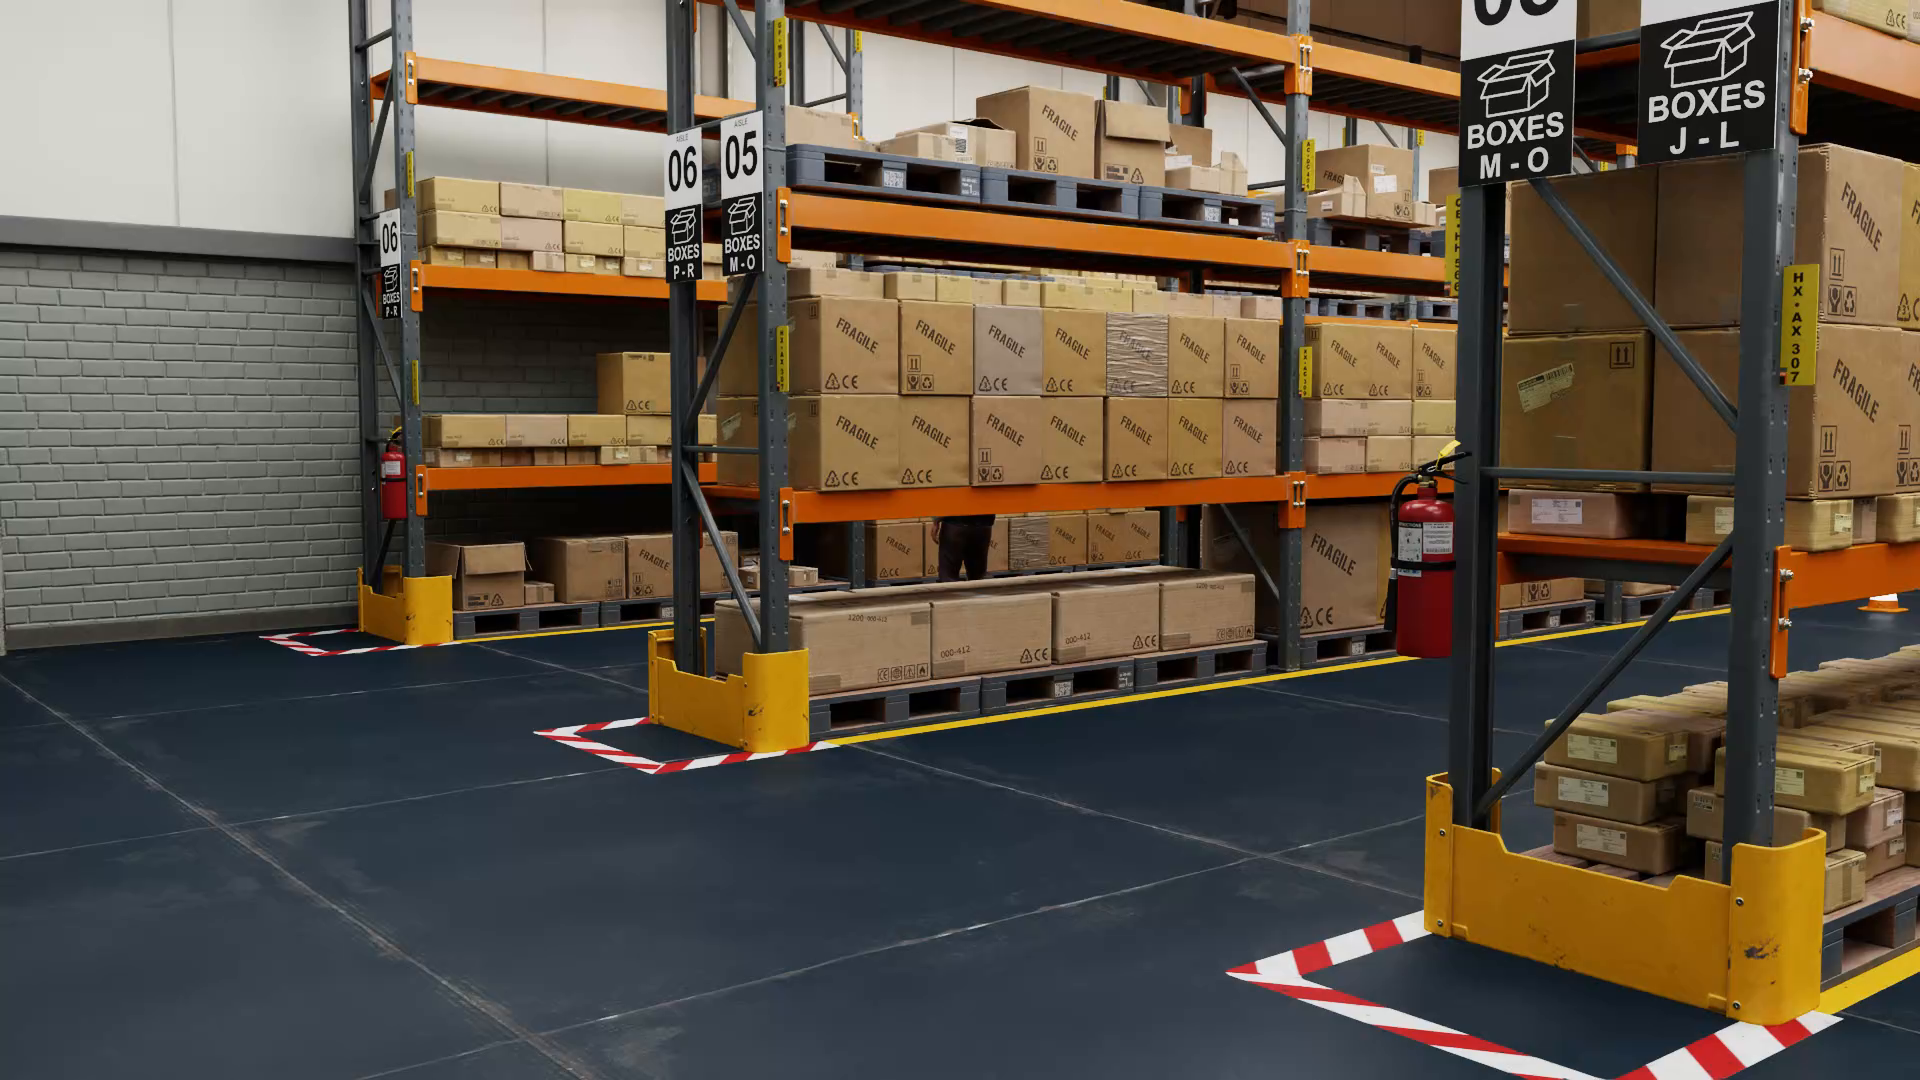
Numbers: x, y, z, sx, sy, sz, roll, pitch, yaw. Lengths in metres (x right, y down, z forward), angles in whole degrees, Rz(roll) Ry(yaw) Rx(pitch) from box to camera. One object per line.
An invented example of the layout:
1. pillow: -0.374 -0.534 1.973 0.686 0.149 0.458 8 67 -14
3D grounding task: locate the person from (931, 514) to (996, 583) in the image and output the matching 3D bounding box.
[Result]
1. person: 0.024 -0.108 12.599 0.588 1.721 0.462 -4 6 -40
